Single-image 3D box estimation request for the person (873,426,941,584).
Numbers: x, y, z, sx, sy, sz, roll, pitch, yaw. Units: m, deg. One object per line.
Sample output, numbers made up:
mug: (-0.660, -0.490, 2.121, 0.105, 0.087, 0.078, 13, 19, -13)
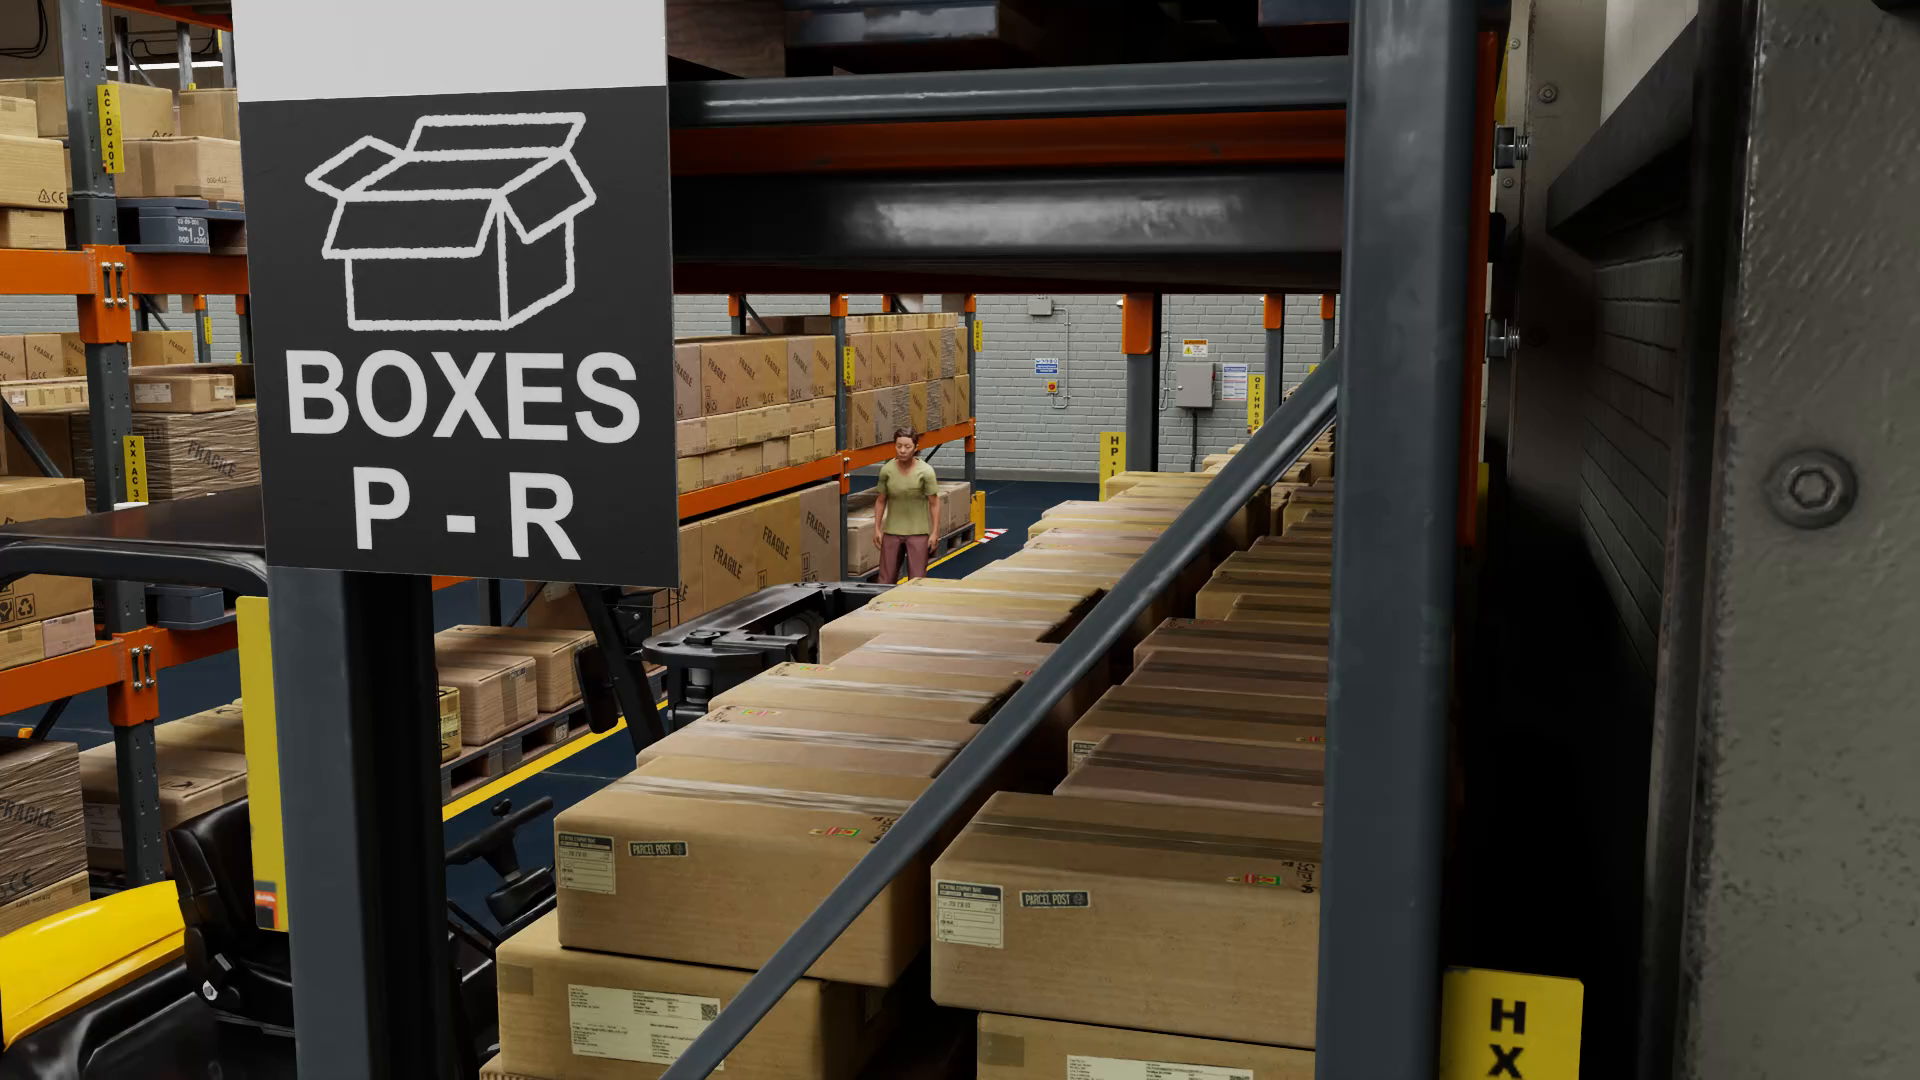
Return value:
person: (-0.413, -0.023, 12.497, 0.521, 1.672, 0.355, 2, 9, 13)
